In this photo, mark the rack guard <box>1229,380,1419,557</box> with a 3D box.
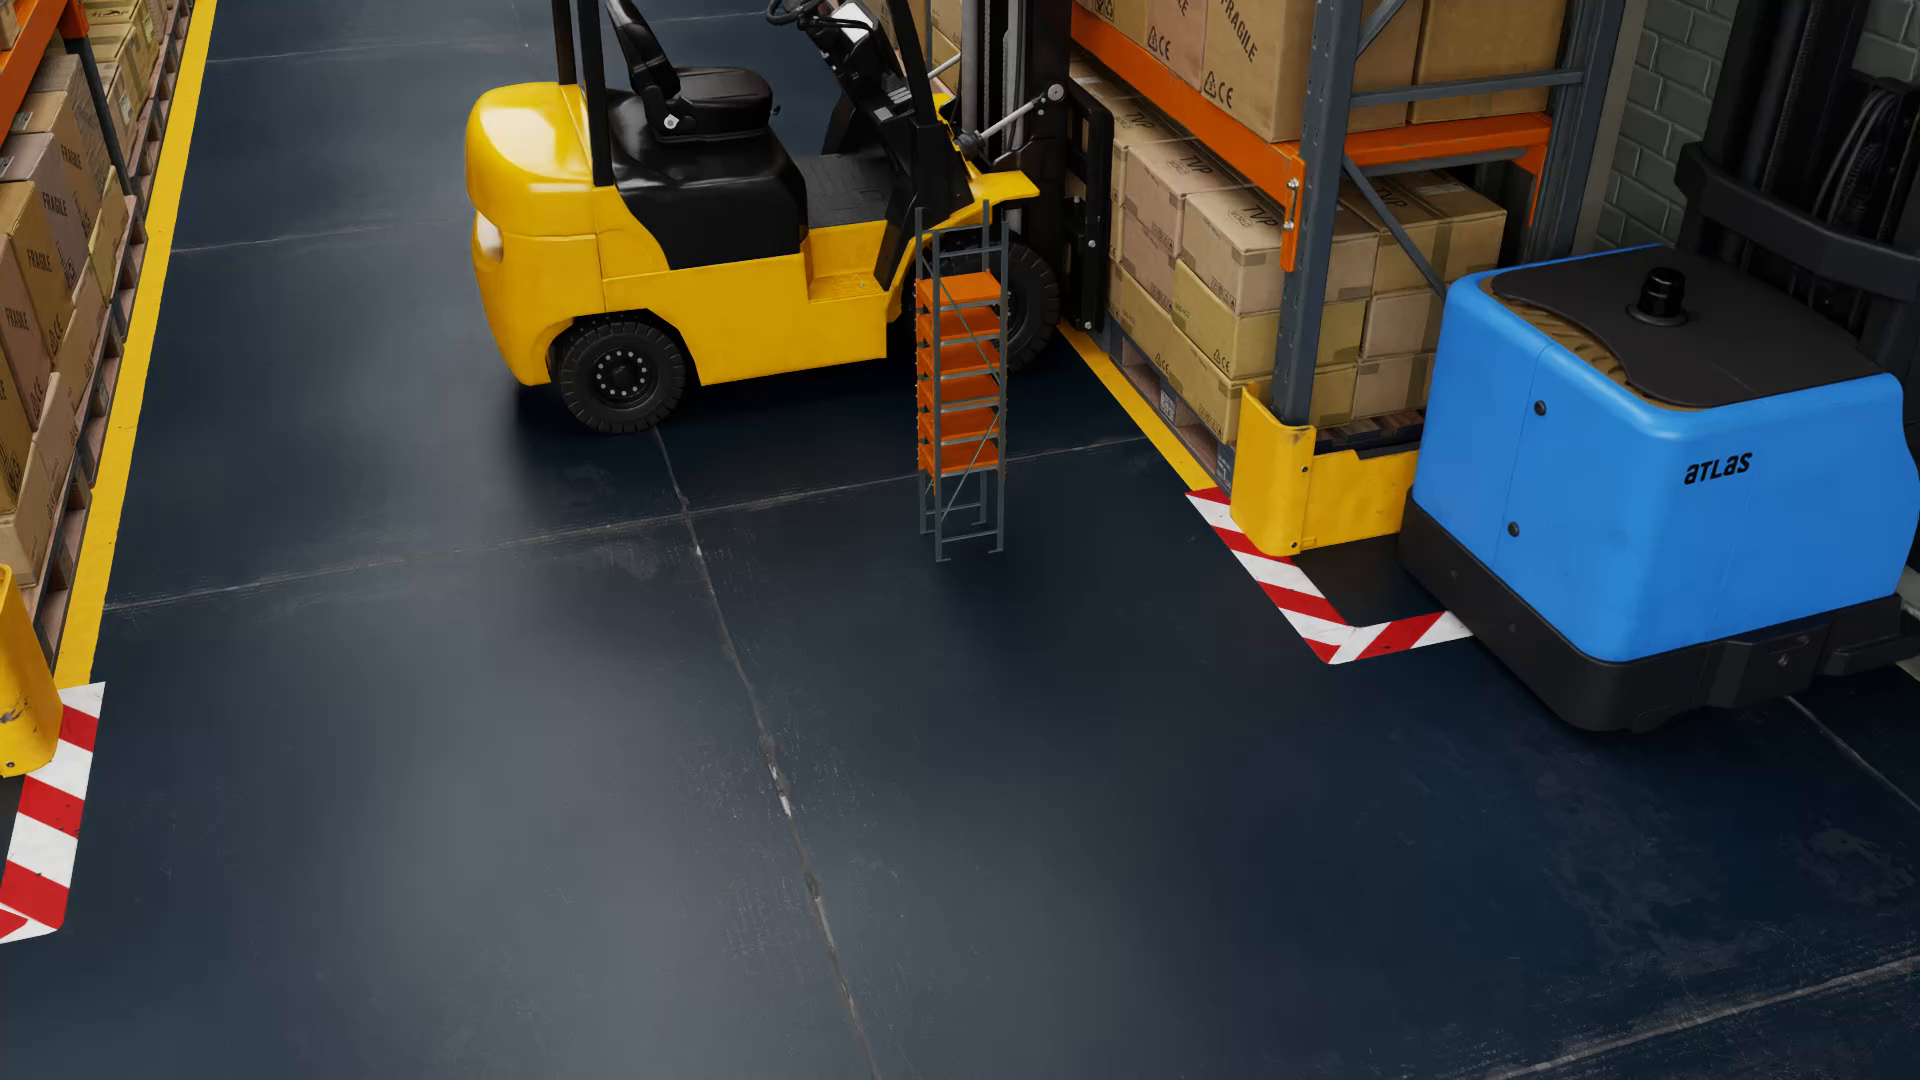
[{"bbox_3d":[1.547,-0.331,5.797,1.175,0.500,0.348,-10,35,-15],"label":"rack guard"}]

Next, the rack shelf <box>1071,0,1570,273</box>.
[{"bbox_3d":[0.929,-2.136,6.914,1.077,0.370,4.000,-10,35,-15],"label":"rack shelf"}]

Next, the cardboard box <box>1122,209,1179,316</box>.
[{"bbox_3d":[0.950,-1.091,6.340,0.500,0.250,0.500,-10,35,-15],"label":"cardboard box"}]

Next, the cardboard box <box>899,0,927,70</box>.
[{"bbox_3d":[0.149,-2.943,9.256,0.875,0.625,0.625,-8,34,-13],"label":"cardboard box"}]

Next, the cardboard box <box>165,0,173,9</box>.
[{"bbox_3d":[-5.464,-3.530,10.374,0.950,0.372,0.625,-12,35,-18],"label":"cardboard box"}]

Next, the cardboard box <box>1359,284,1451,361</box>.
[{"bbox_3d":[1.594,-0.904,6.058,0.500,0.250,0.500,-9,35,-14],"label":"cardboard box"}]

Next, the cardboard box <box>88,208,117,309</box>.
[{"bbox_3d":[-3.798,-1.134,6.859,0.500,0.250,0.500,-11,35,-16],"label":"cardboard box"}]

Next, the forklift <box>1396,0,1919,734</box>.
[{"bbox_3d":[3.025,-1.151,4.833,3.031,2.935,1.130,-11,35,-17],"label":"forklift"}]

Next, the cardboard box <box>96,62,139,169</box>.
[{"bbox_3d":[-4.569,-2.003,8.063,0.950,0.372,0.625,-10,35,-14],"label":"cardboard box"}]

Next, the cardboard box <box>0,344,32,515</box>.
[{"bbox_3d":[-3.177,-0.373,5.026,0.500,0.500,0.500,-11,35,-16],"label":"cardboard box"}]

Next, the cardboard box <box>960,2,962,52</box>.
[{"bbox_3d":[0.314,-2.354,7.798,0.500,0.250,0.500,-10,35,-15],"label":"cardboard box"}]

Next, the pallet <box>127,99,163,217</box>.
[{"bbox_3d":[-4.646,-1.895,8.426,1.003,0.211,1.213,-10,35,-15],"label":"pallet"}]

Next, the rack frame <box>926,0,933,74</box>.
[{"bbox_3d":[0.319,-3.486,8.305,1.000,3.000,0.127,-10,35,-15],"label":"rack frame"}]

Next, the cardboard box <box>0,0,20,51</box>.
[{"bbox_3d":[-3.705,-1.894,6.124,0.380,0.149,0.250,-11,35,-15],"label":"cardboard box"}]

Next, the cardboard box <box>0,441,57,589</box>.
[{"bbox_3d":[-3.169,-0.047,5.214,0.500,0.250,0.500,-10,35,-15],"label":"cardboard box"}]

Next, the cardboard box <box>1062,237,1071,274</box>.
[{"bbox_3d":[0.629,-1.403,7.266,0.500,0.250,0.500,-9,34,-13],"label":"cardboard box"}]

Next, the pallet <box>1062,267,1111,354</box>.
[{"bbox_3d":[0.898,-1.257,7.460,1.003,0.211,1.213,-10,35,-15],"label":"pallet"}]

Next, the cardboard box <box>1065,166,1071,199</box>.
[{"bbox_3d":[0.624,-1.622,7.143,0.500,0.250,0.500,-10,35,-15],"label":"cardboard box"}]

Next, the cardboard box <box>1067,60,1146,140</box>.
[{"bbox_3d":[0.630,-1.818,6.987,0.500,0.250,0.500,-11,35,-16],"label":"cardboard box"}]

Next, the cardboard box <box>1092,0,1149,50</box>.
[{"bbox_3d":[0.833,-2.185,6.245,0.500,0.500,0.500,-11,35,-16],"label":"cardboard box"}]

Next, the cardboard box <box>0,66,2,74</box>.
[{"bbox_3d":[-3.543,-1.626,5.718,0.380,0.149,0.250,-10,35,-14],"label":"cardboard box"}]

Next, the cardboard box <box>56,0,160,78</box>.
[{"bbox_3d":[-5.005,-2.745,9.186,0.950,0.372,0.625,-9,34,-13],"label":"cardboard box"}]

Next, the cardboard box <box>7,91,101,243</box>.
[{"bbox_3d":[-3.814,-1.458,6.669,0.500,0.500,0.500,-9,35,-14],"label":"cardboard box"}]

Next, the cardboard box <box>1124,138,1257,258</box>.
[{"bbox_3d":[0.940,-1.288,6.184,0.500,0.250,0.500,-9,35,-14],"label":"cardboard box"}]

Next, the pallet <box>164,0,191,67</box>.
[{"bbox_3d":[-5.390,-3.176,10.364,1.003,0.211,1.213,-10,35,-15],"label":"pallet"}]

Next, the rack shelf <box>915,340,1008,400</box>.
[{"bbox_3d":[0.004,-0.556,5.366,0.258,0.103,0.180,-10,35,-15],"label":"rack shelf"}]

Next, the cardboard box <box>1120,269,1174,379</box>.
[{"bbox_3d":[0.952,-0.870,6.459,0.500,0.250,0.500,-10,35,-15],"label":"cardboard box"}]

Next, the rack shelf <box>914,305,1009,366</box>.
[{"bbox_3d":[0.004,-0.656,5.300,0.258,0.103,0.180,-10,35,-15],"label":"rack shelf"}]

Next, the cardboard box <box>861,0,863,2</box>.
[{"bbox_3d":[-0.311,-3.746,10.471,0.875,0.625,0.625,-11,35,-17],"label":"cardboard box"}]

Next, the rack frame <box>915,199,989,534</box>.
[{"bbox_3d":[-0.023,-0.541,5.480,0.240,1.200,0.006,-10,35,-15],"label":"rack frame"}]

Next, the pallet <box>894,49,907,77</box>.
[{"bbox_3d":[0.057,-2.703,9.649,1.003,0.211,1.213,-10,35,-15],"label":"pallet"}]

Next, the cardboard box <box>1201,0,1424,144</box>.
[{"bbox_3d":[1.139,-1.642,5.423,0.500,0.500,0.500,-11,35,-16],"label":"cardboard box"}]

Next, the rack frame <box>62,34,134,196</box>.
[{"bbox_3d":[-4.407,-2.649,7.039,1.000,3.000,0.127,-10,35,-15],"label":"rack frame"}]

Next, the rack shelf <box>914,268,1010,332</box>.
[{"bbox_3d":[0.004,-0.756,5.234,0.258,0.103,0.180,-10,35,-15],"label":"rack shelf"}]

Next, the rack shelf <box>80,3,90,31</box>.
[{"bbox_3d":[-5.017,-3.399,8.826,1.077,0.370,4.000,-10,35,-15],"label":"rack shelf"}]

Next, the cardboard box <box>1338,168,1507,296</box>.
[{"bbox_3d":[1.573,-1.115,5.923,0.500,0.250,0.500,-11,35,-15],"label":"cardboard box"}]

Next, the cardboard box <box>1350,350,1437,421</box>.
[{"bbox_3d":[1.576,-0.705,6.209,0.500,0.250,0.500,-10,35,-15],"label":"cardboard box"}]

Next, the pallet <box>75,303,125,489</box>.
[{"bbox_3d":[-3.792,-0.498,6.312,1.003,0.211,1.213,-10,35,-15],"label":"pallet"}]

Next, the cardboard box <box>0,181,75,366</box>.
[{"bbox_3d":[-3.486,-0.911,5.841,0.500,0.500,0.500,-9,35,-14],"label":"cardboard box"}]

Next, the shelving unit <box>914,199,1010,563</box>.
[{"bbox_3d":[0.004,-0.493,5.408,0.258,1.200,0.189,-10,35,-15],"label":"shelving unit"}]

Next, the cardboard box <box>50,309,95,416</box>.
[{"bbox_3d":[-3.496,-0.601,6.052,0.500,0.250,0.500,-8,34,-12],"label":"cardboard box"}]
